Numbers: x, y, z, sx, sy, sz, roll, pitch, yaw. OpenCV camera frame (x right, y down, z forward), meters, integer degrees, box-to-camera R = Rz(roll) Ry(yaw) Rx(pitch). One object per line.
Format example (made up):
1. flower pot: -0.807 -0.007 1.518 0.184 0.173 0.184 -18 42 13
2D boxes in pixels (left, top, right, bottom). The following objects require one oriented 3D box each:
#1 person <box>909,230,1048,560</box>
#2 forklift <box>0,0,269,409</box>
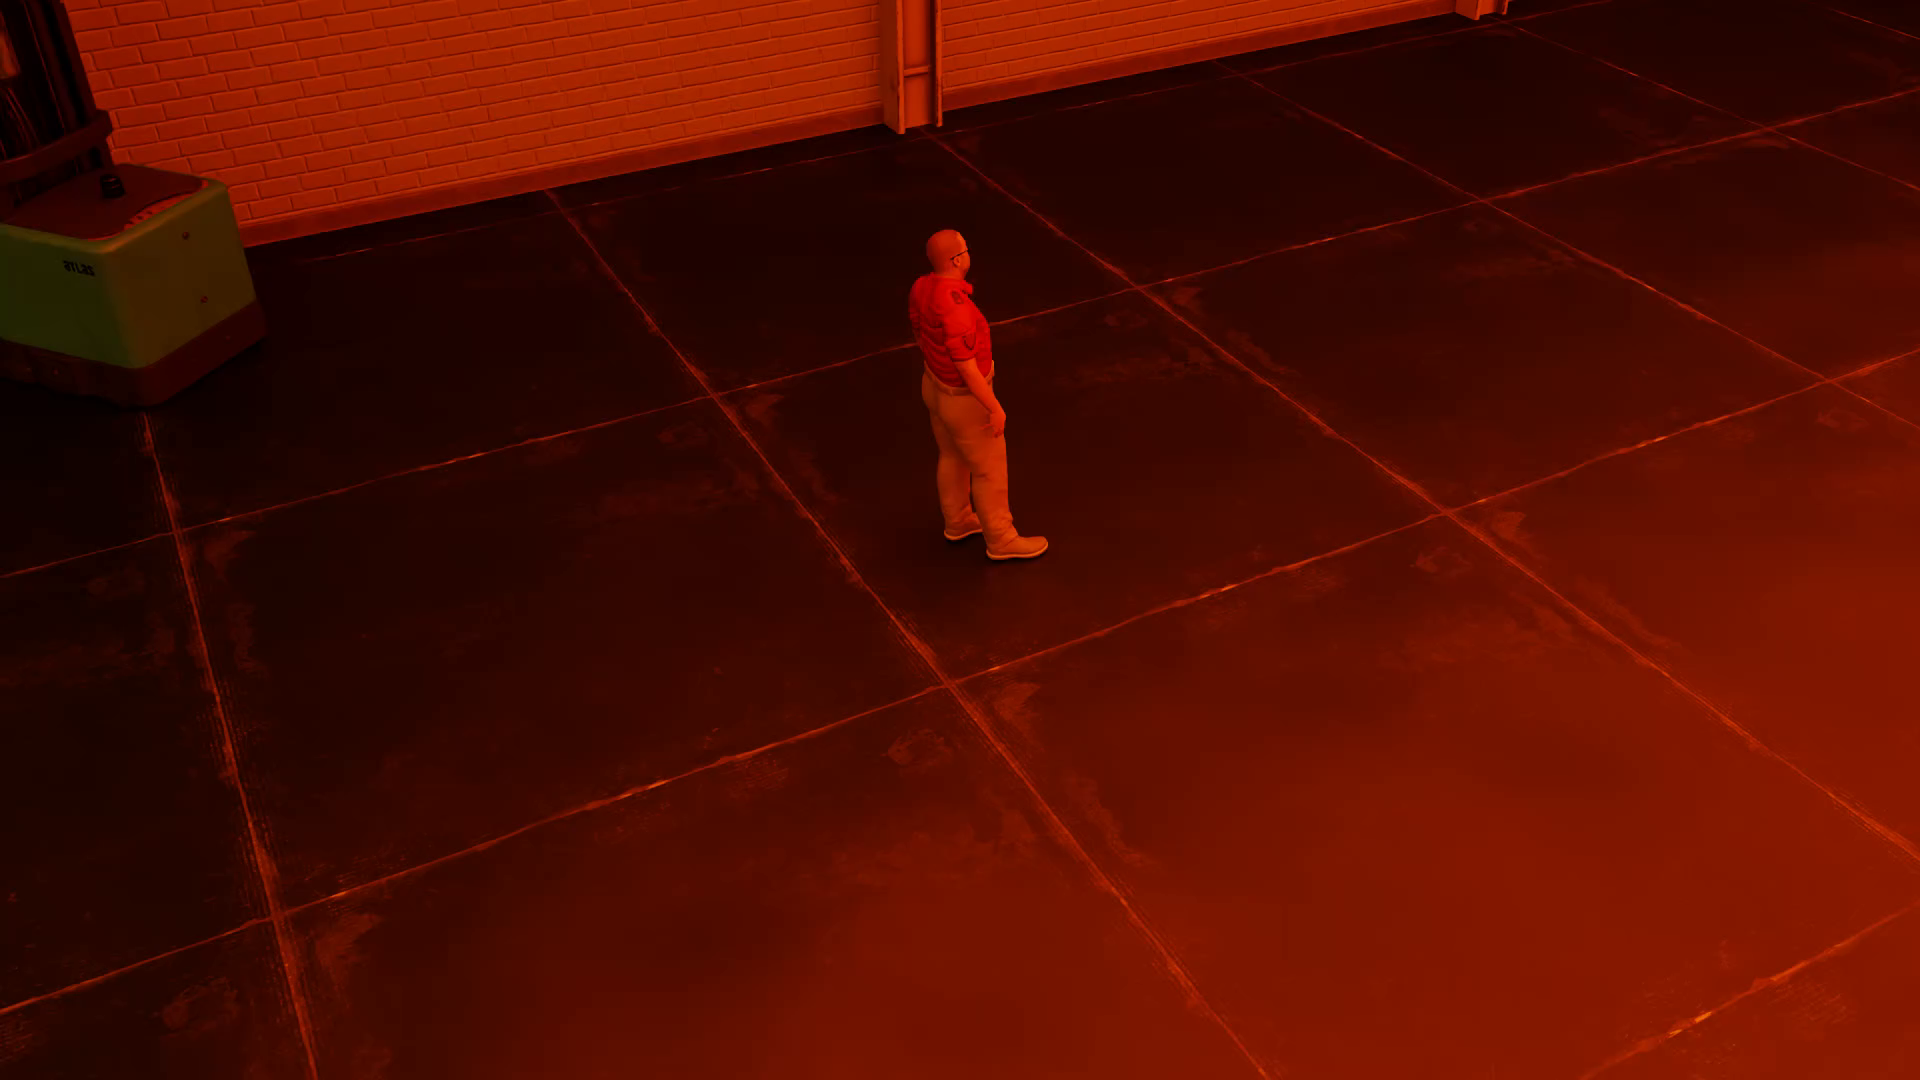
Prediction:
1. person: 0.085 -0.730 8.185 0.551 1.727 0.640 -17 39 -23
2. forklift: -5.880 -2.495 9.652 3.031 2.935 1.130 13 37 17
